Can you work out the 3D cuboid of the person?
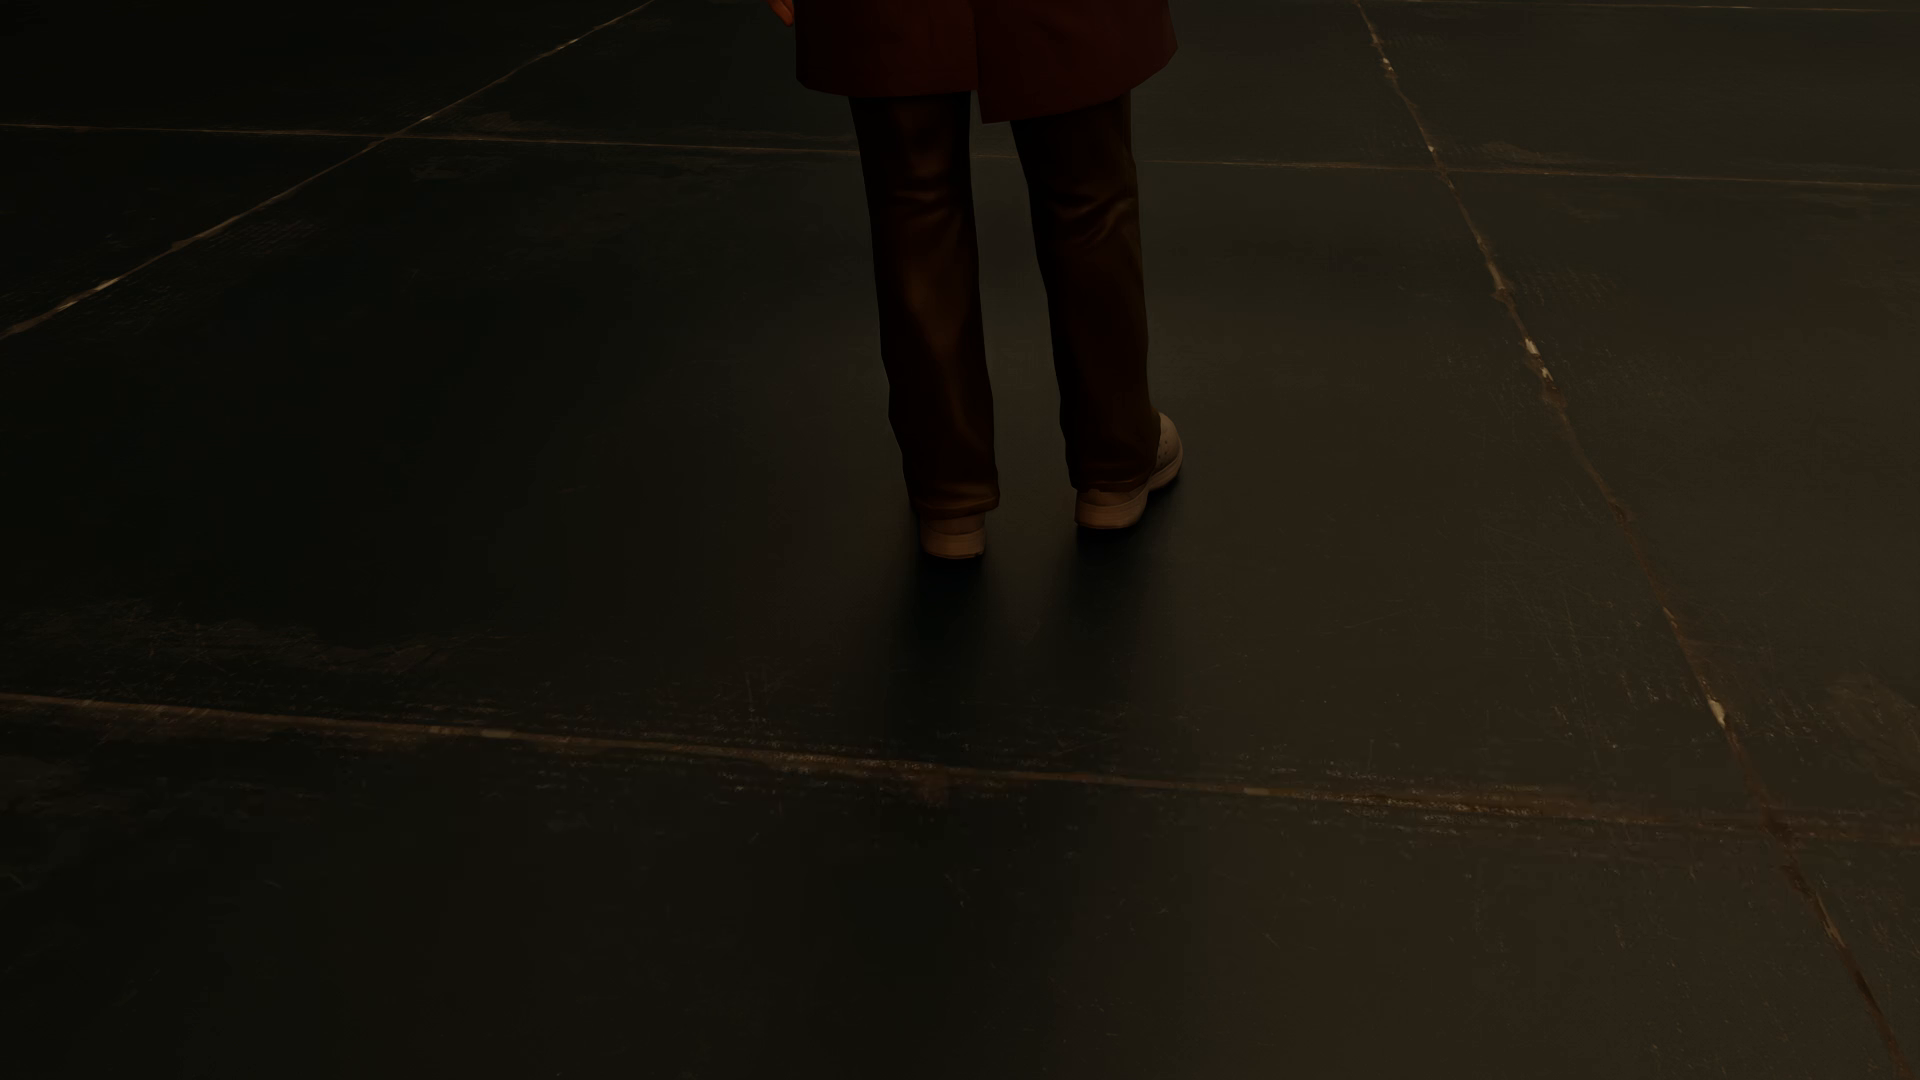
[{"bbox_3d":[0.016,-0.842,2.181,0.698,1.777,0.579,3,27,7],"label":"person"}]
